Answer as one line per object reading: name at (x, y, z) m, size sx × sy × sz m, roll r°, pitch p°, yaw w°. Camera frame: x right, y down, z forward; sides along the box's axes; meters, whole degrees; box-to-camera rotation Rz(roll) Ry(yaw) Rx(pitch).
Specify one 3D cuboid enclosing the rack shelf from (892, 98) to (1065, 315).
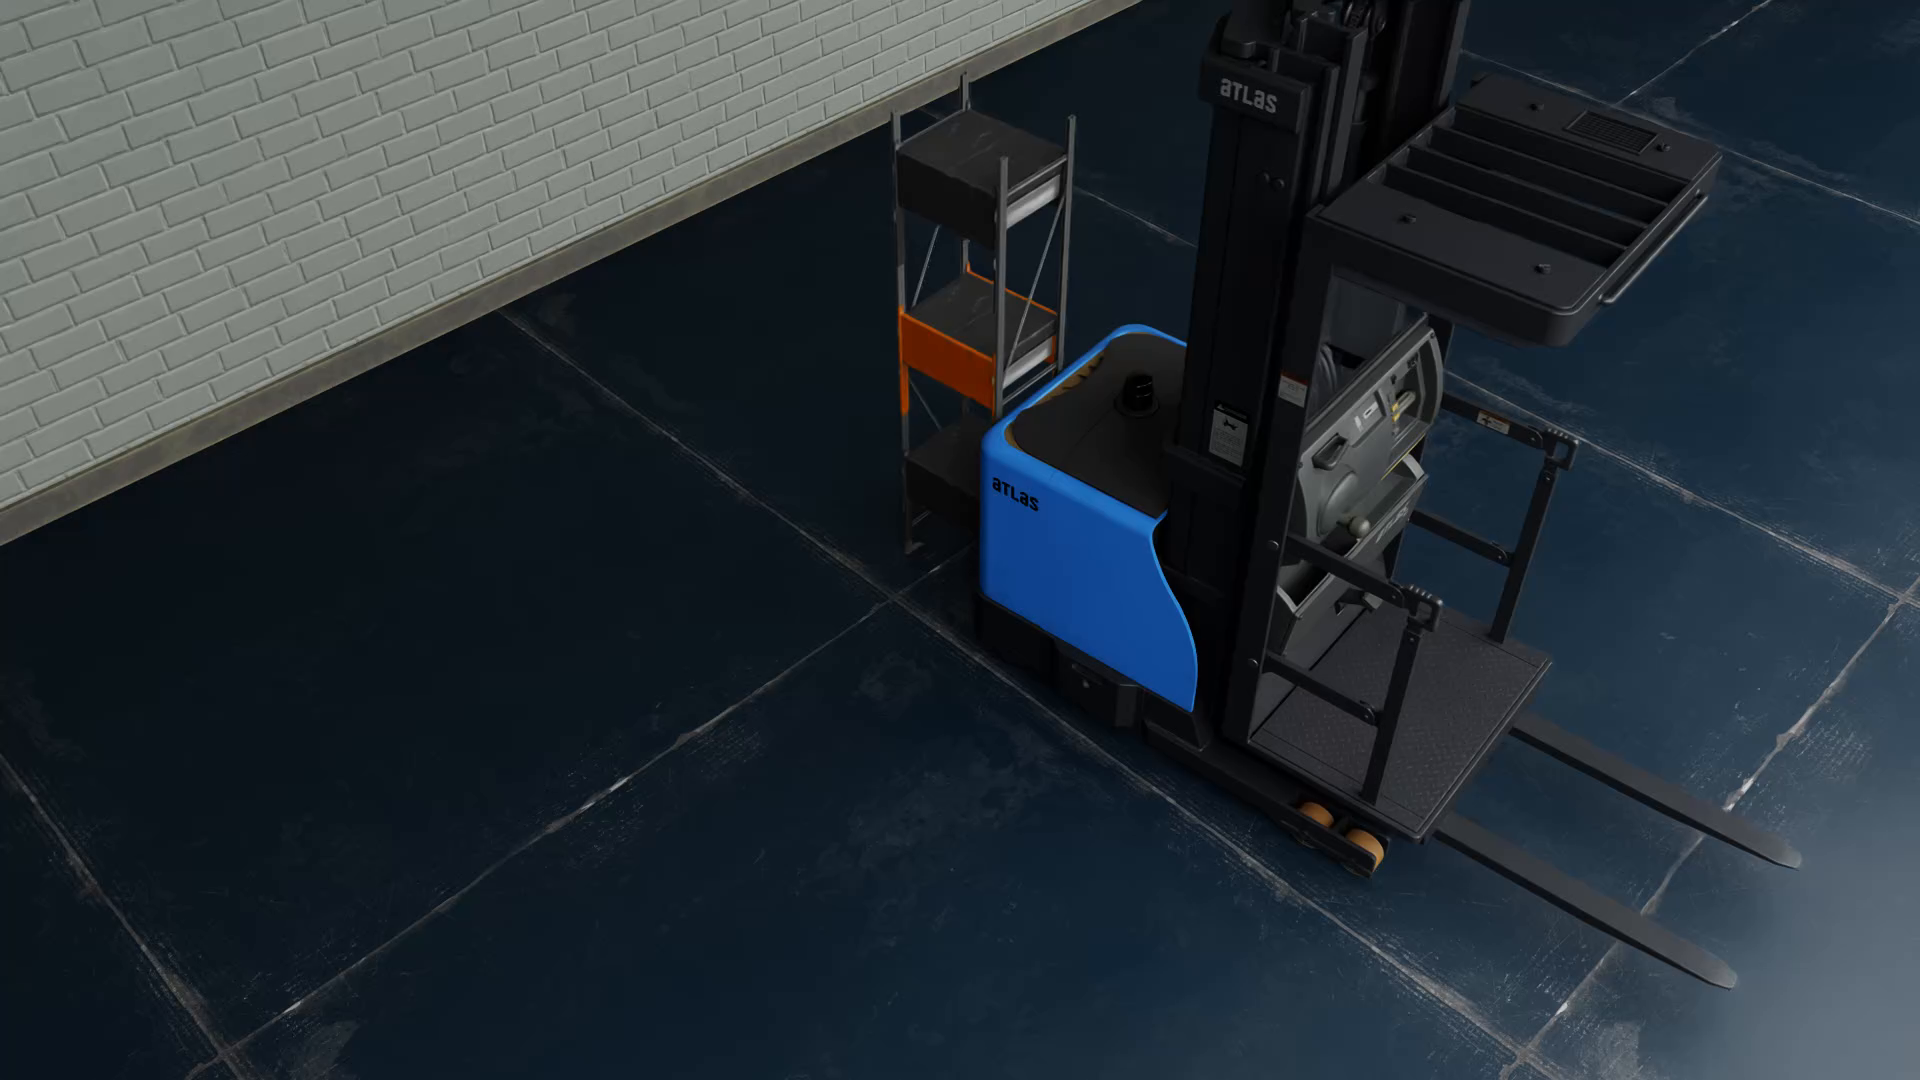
rack shelf at (0.079, -1.206, 5.996) m, size 0.480 × 0.518 × 0.431 m, roll 31°, pitch 51°, yaw 29°

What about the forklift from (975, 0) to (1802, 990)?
forklift at (1.522, -0.289, 5.403) m, size 3.031 × 2.935 × 1.130 m, roll 29°, pitch 50°, yaw 28°

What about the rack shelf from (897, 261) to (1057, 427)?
rack shelf at (0.079, -0.692, 6.472) m, size 0.480 × 0.518 × 0.431 m, roll 31°, pitch 51°, yaw 29°

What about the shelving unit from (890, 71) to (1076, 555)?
shelving unit at (0.079, -0.702, 6.462) m, size 0.503 × 2.100 × 0.431 m, roll 31°, pitch 51°, yaw 29°

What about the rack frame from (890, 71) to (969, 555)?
rack frame at (-0.105, -0.811, 6.580) m, size 0.015 × 2.100 × 0.400 m, roll 31°, pitch 51°, yaw 29°

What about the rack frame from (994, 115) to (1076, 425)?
rack frame at (0.263, -0.593, 6.345) m, size 0.015 × 2.100 × 0.400 m, roll 31°, pitch 51°, yaw 29°

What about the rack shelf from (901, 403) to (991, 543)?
rack shelf at (0.079, -0.178, 6.947) m, size 0.480 × 0.518 × 0.431 m, roll 31°, pitch 51°, yaw 29°
